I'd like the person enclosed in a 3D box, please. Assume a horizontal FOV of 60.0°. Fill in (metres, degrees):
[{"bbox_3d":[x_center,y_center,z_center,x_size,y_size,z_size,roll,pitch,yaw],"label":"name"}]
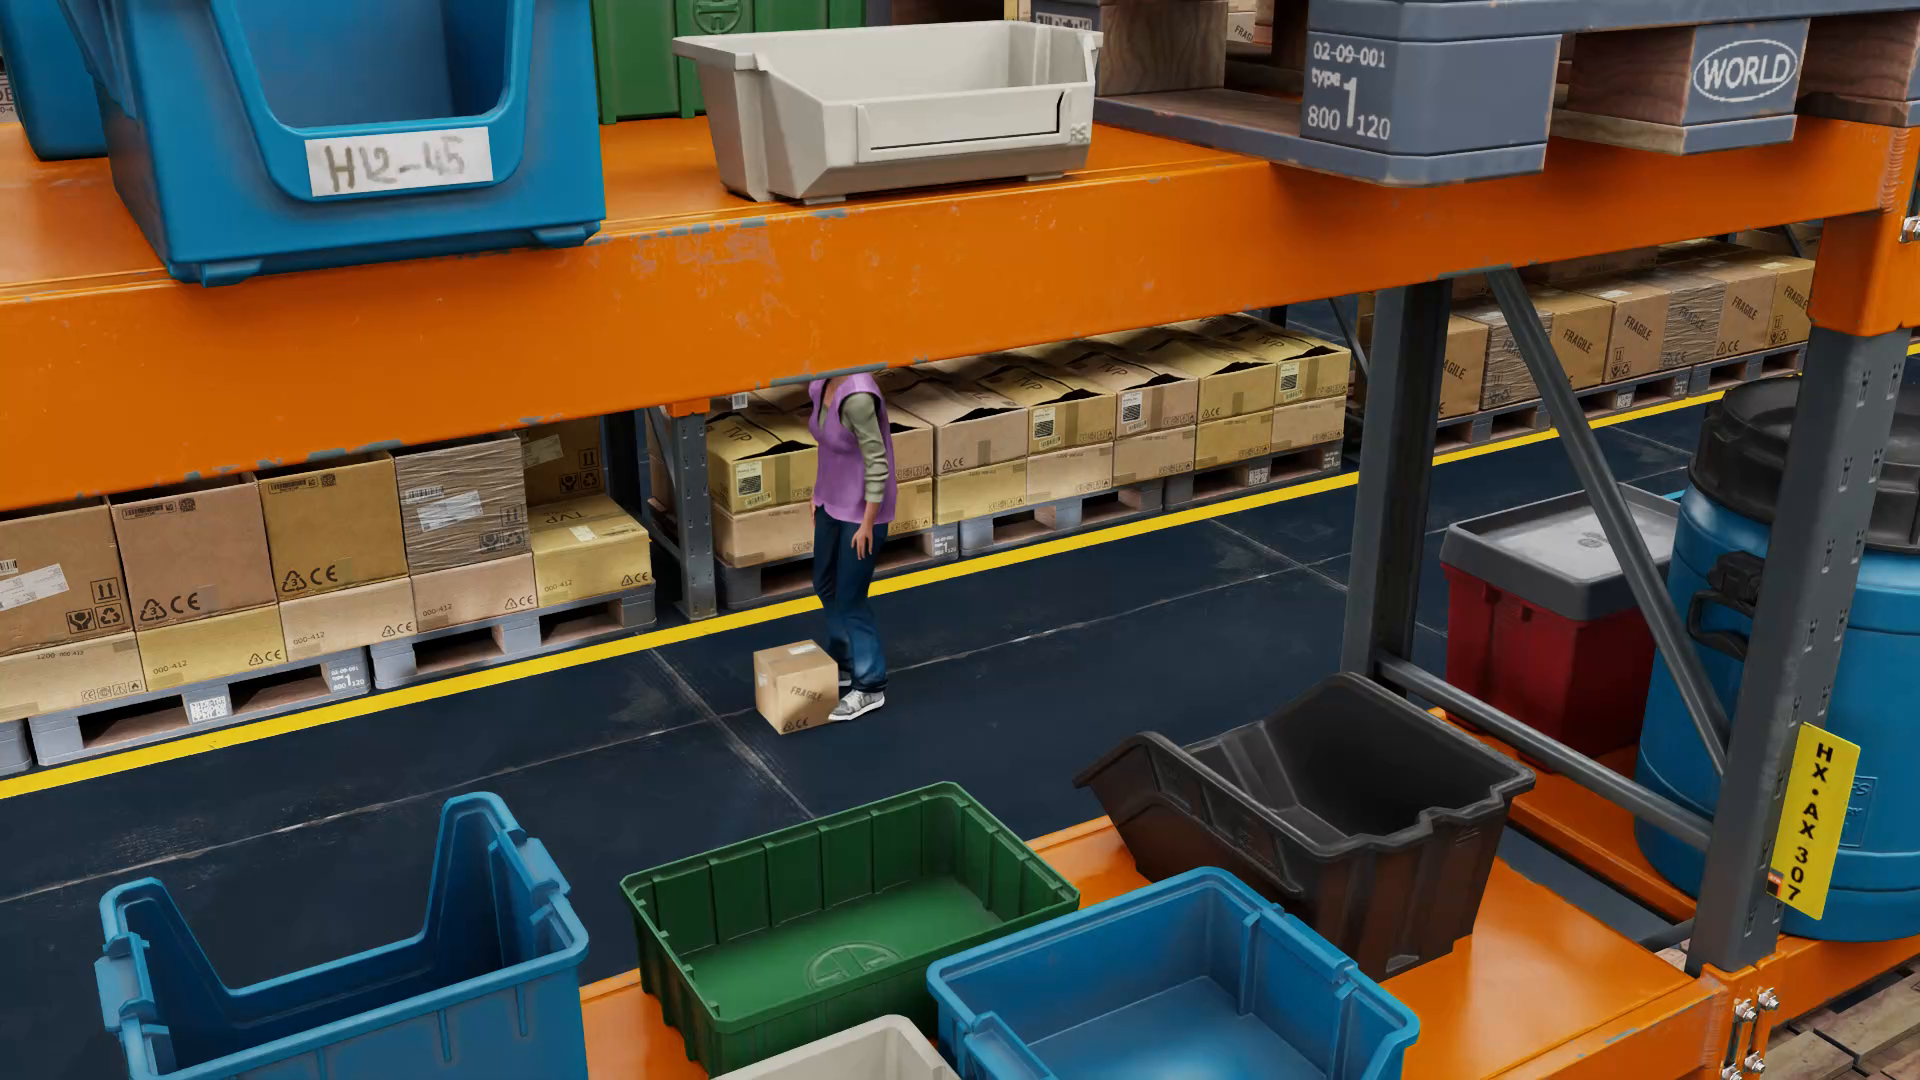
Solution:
[{"bbox_3d":[-0.431,-0.094,6.334,0.342,1.593,0.485,-12,25,-28],"label":"person"}]
